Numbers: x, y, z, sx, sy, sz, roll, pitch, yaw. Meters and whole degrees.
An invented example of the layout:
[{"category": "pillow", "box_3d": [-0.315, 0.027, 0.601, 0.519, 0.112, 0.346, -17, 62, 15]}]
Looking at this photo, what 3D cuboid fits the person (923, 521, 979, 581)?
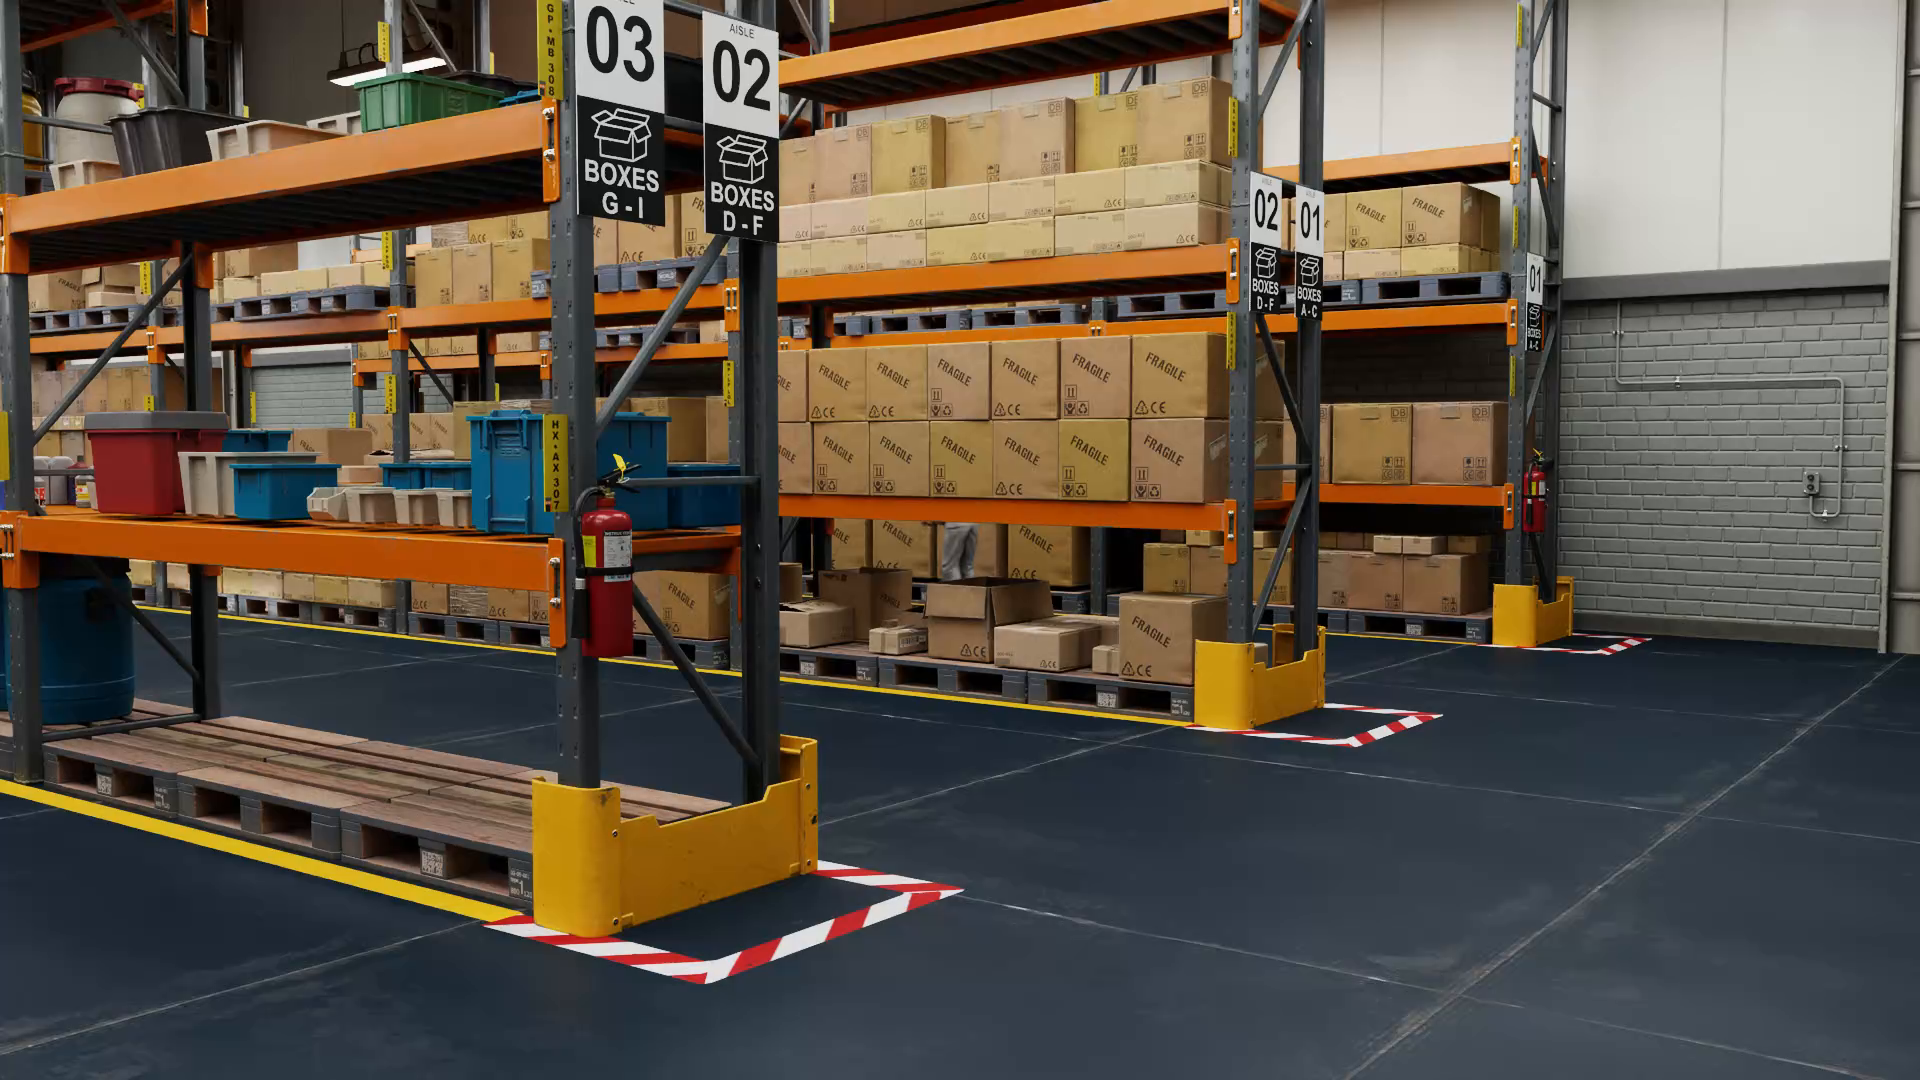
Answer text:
[{"category": "person", "box_3d": [-0.049, -0.086, 15.733, 0.558, 1.664, 0.436, 2, 4, 37]}]
